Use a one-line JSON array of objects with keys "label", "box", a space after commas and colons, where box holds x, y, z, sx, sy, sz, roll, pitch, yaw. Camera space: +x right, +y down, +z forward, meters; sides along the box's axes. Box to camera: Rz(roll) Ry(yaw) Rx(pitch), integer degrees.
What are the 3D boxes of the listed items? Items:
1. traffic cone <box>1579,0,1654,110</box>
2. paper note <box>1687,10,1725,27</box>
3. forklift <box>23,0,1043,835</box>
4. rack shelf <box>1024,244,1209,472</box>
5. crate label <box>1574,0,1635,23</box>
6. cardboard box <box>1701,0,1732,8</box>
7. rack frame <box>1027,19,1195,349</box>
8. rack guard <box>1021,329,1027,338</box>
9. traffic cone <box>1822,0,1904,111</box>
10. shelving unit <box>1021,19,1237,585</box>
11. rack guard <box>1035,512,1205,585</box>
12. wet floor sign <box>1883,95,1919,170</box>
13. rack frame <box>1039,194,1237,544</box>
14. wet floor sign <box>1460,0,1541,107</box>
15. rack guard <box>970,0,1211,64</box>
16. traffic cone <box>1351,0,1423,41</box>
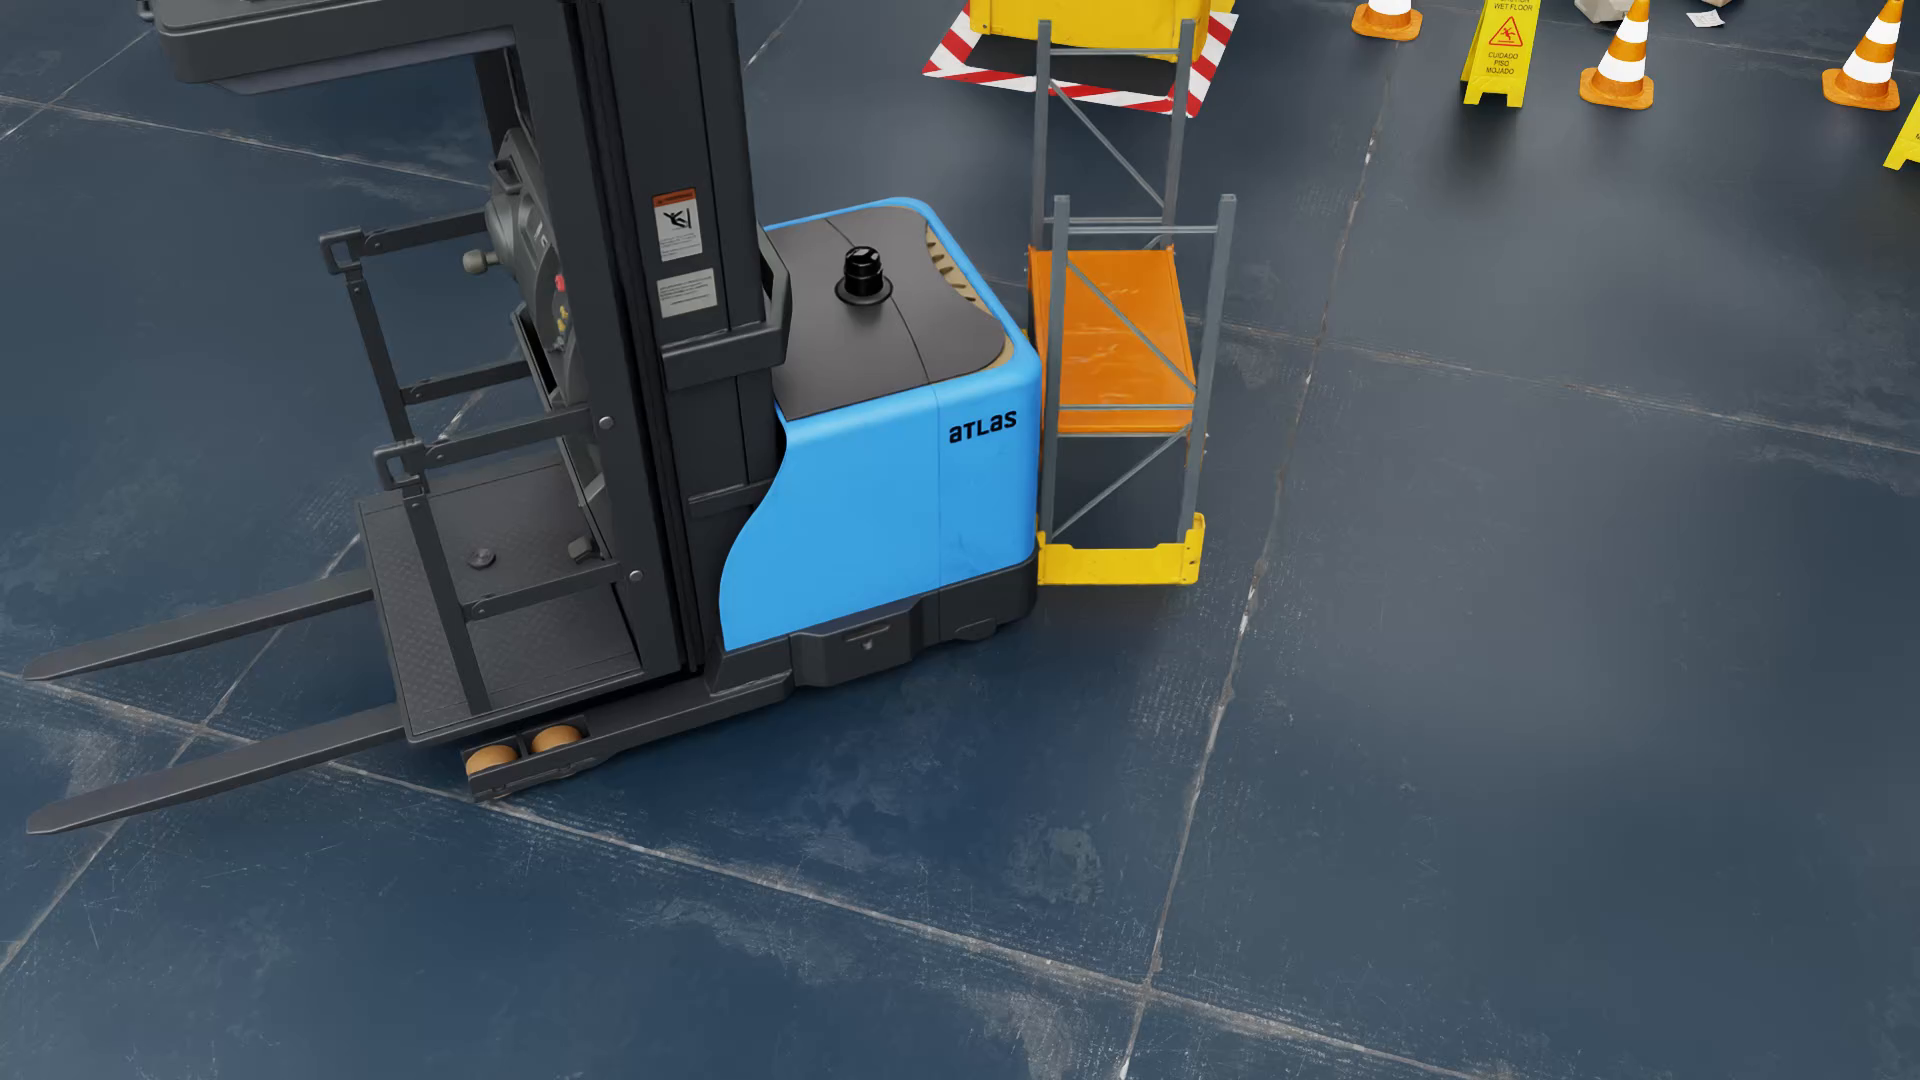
[{"label": "traffic cone", "box": [3.137, -2.320, 7.790, 0.336, 0.463, 0.334, 13, 46, 13]}, {"label": "paper note", "box": [3.786, -2.648, 8.435, 0.148, 0.019, 0.142, -2, 44, -2]}, {"label": "forklift", "box": [-1.314, -0.698, 4.368, 3.031, 2.935, 1.130, -16, 47, -16]}, {"label": "rack shelf", "box": [0.504, -0.631, 5.579, 0.538, 0.185, 1.000, 0, 44, 0]}, {"label": "crate label", "box": [3.316, -2.740, 8.452, 0.250, 0.136, 0.298, -9, 45, -9]}, {"label": "cardboard box", "box": [3.868, -2.940, 8.648, 0.250, 0.149, 0.380, -33, 53, -29]}, {"label": "rack frame", "box": [0.498, -1.115, 5.817, 0.500, 1.500, 0.032, 0, 44, 0]}, {"label": "rack guard", "box": [0.498, -0.667, 6.253, 0.587, 0.250, 0.087, 0, 44, 0]}, {"label": "traffic cone", "box": [4.298, -2.311, 7.781, 0.336, 0.463, 0.334, 13, 46, 13]}, {"label": "shelving unit", "box": [0.504, -0.766, 5.460, 0.587, 1.500, 1.083, 0, 44, 0]}, {"label": "rack guard", "box": [0.509, 0.029, 5.541, 0.587, 0.250, 0.087, 0, 44, 0]}, {"label": "wet floor sign", "box": [4.320, -1.916, 7.247, 0.267, 0.644, 0.232, 28, 51, 26]}, {"label": "rack frame", "box": [0.509, -0.404, 5.090, 0.500, 1.500, 0.032, 0, 44, 0]}, {"label": "wet floor sign", "box": [2.527, -2.359, 7.699, 0.267, 0.644, 0.232, 5, 45, 5]}, {"label": "rack guard", "box": [0.641, -2.730, 8.182, 1.175, 0.500, 0.348, 13, 46, 13]}, {"label": "traffic cone", "box": [2.163, -2.786, 8.266, 0.336, 0.463, 0.334, 13, 46, 13]}]
